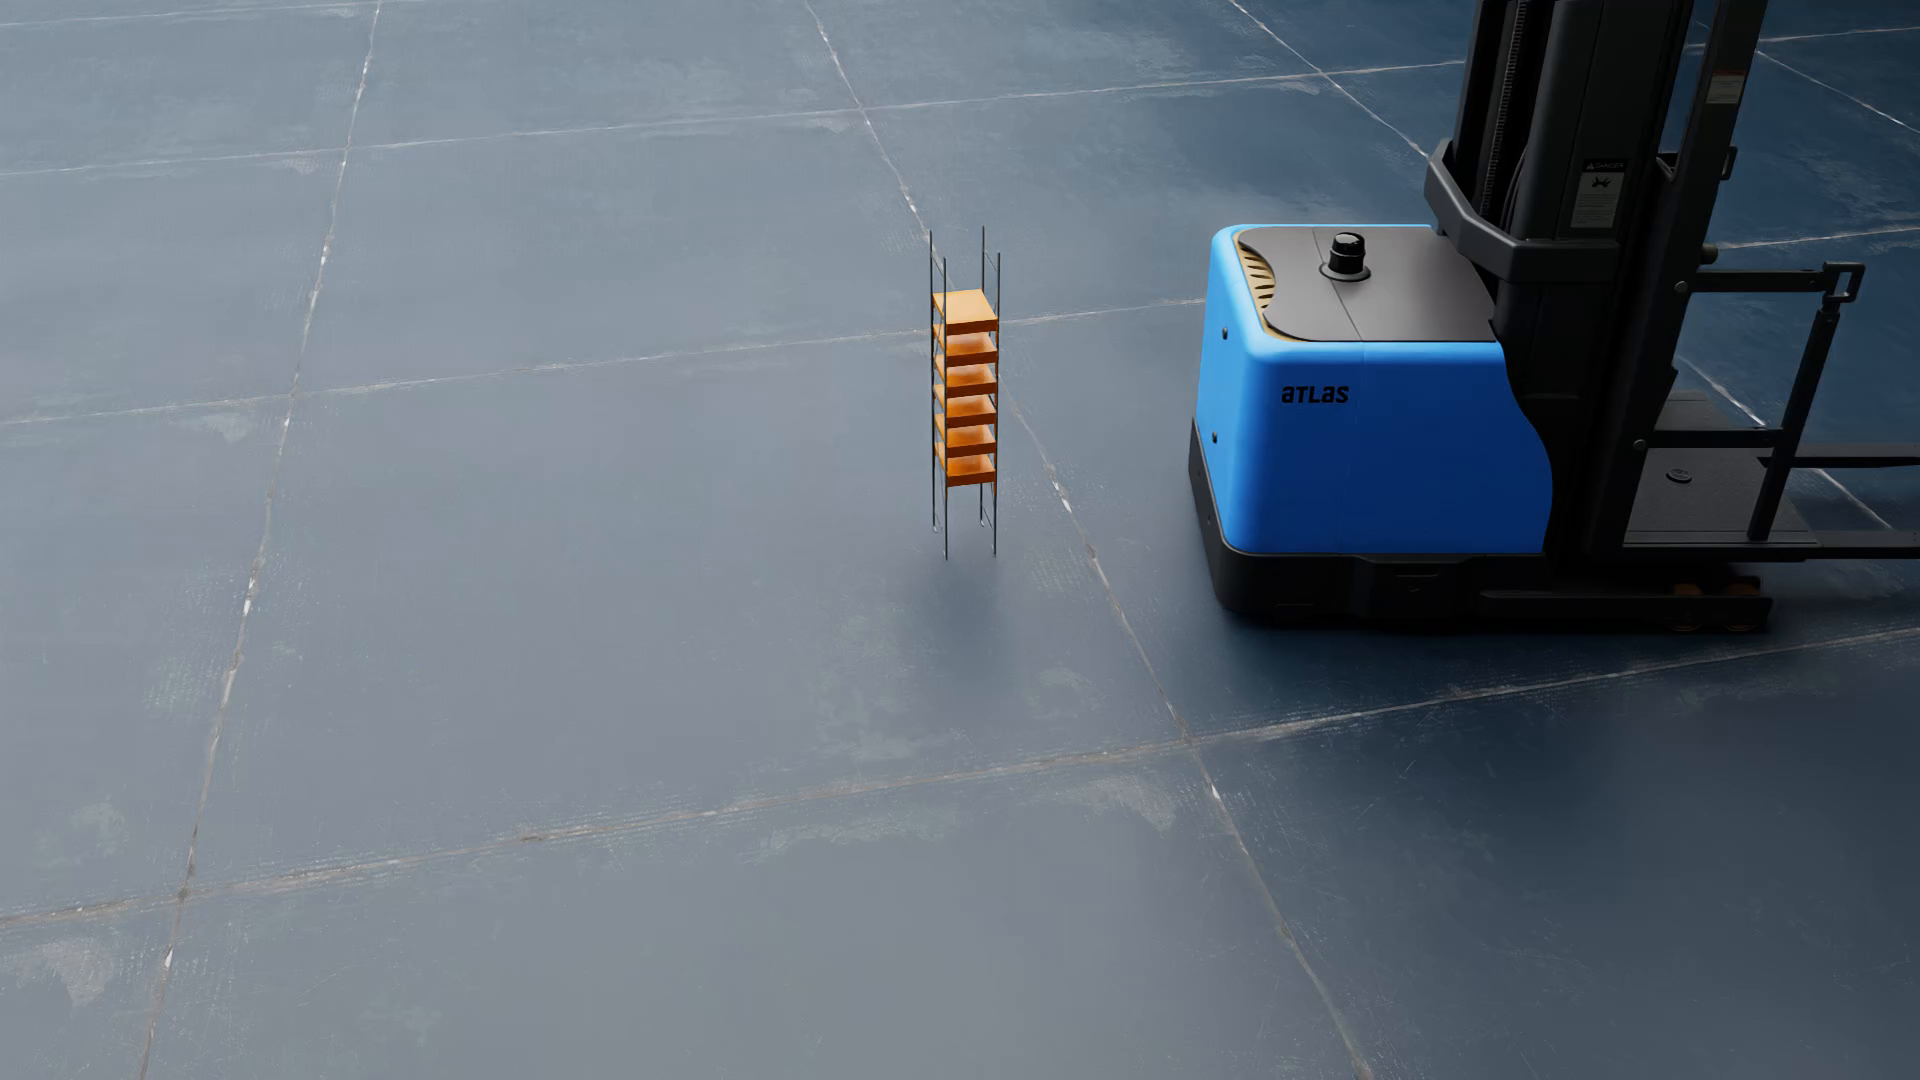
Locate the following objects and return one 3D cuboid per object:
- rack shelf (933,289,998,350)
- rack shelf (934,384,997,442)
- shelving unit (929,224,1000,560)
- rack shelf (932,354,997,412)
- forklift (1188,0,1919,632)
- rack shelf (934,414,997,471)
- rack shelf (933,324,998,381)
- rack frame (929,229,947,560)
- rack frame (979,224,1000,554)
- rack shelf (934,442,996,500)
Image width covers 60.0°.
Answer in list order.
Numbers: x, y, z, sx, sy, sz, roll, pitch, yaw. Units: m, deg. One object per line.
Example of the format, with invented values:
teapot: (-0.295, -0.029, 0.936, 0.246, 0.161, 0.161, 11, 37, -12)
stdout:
rack shelf: (0.014, -0.762, 5.705, 0.180, 0.103, 0.258, -7, 35, -11)
rack shelf: (0.014, -0.463, 5.906, 0.180, 0.103, 0.258, -7, 35, -11)
shelving unit: (0.014, -0.500, 5.881, 0.189, 1.200, 0.258, -7, 35, -11)
rack shelf: (0.014, -0.563, 5.839, 0.180, 0.103, 0.258, -7, 35, -11)
forklift: (2.405, -1.199, 5.369, 3.031, 2.935, 1.130, 0, 34, 0)
rack shelf: (0.014, -0.363, 5.973, 0.180, 0.103, 0.258, -7, 35, -11)
rack shelf: (0.014, -0.662, 5.772, 0.180, 0.103, 0.258, -7, 35, -11)
rack frame: (-0.075, -0.489, 5.864, 0.006, 1.200, 0.240, -7, 35, -11)
rack frame: (0.103, -0.511, 5.898, 0.006, 1.200, 0.240, -7, 35, -11)
rack shelf: (0.014, -0.264, 6.040, 0.180, 0.103, 0.258, -7, 35, -11)
